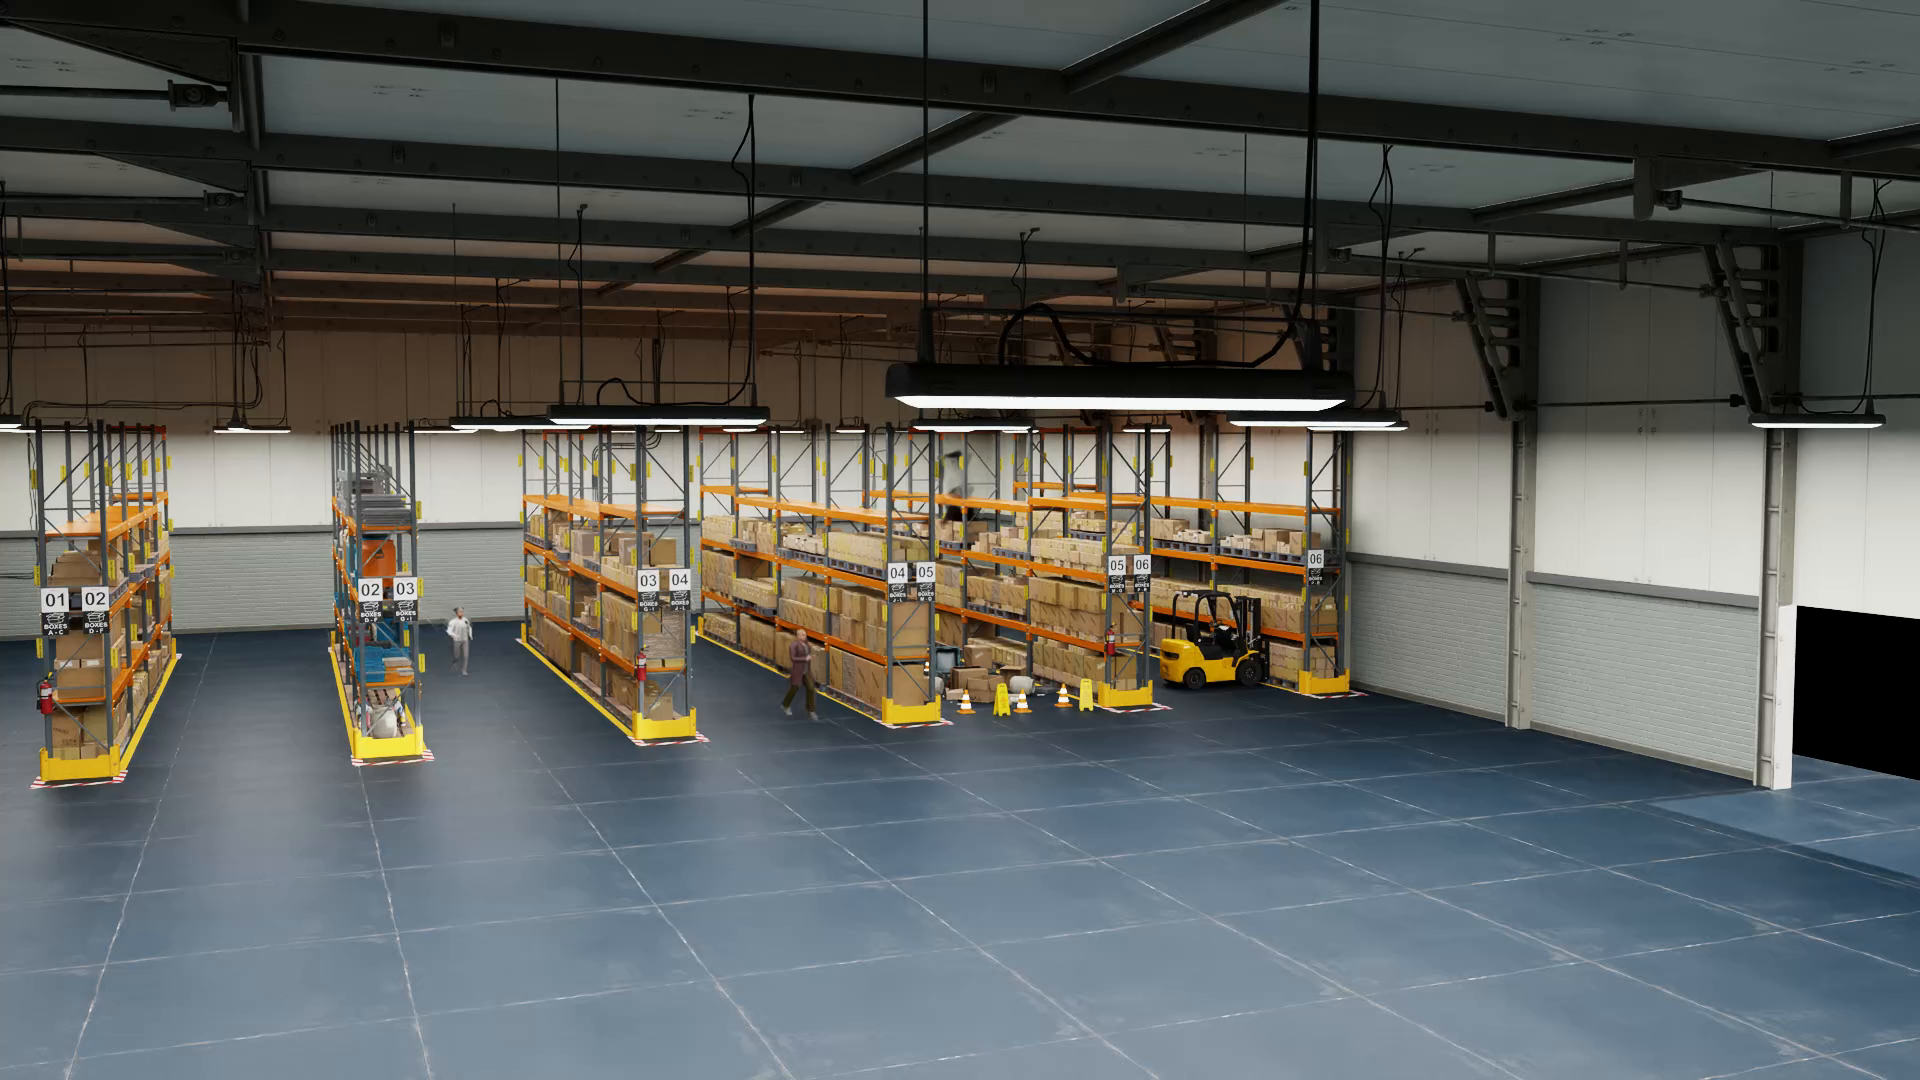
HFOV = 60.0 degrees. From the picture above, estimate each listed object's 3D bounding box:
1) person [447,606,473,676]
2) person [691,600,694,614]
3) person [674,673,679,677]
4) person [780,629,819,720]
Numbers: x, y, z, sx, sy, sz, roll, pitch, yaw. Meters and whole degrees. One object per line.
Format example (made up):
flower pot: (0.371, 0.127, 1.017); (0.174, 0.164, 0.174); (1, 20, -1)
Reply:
person: (-11.952, 2.405, 39.804); (0.625, 1.654, 0.724); (-2, 4, -34)
person: (-7.567, 2.039, 45.168); (0.714, 1.733, 0.791); (-2, 4, -26)
person: (-6.893, 2.444, 39.821); (0.538, 1.599, 0.848); (-2, 4, -28)
person: (-3.258, 2.708, 33.697); (0.977, 1.822, 0.680); (3, 5, 41)
